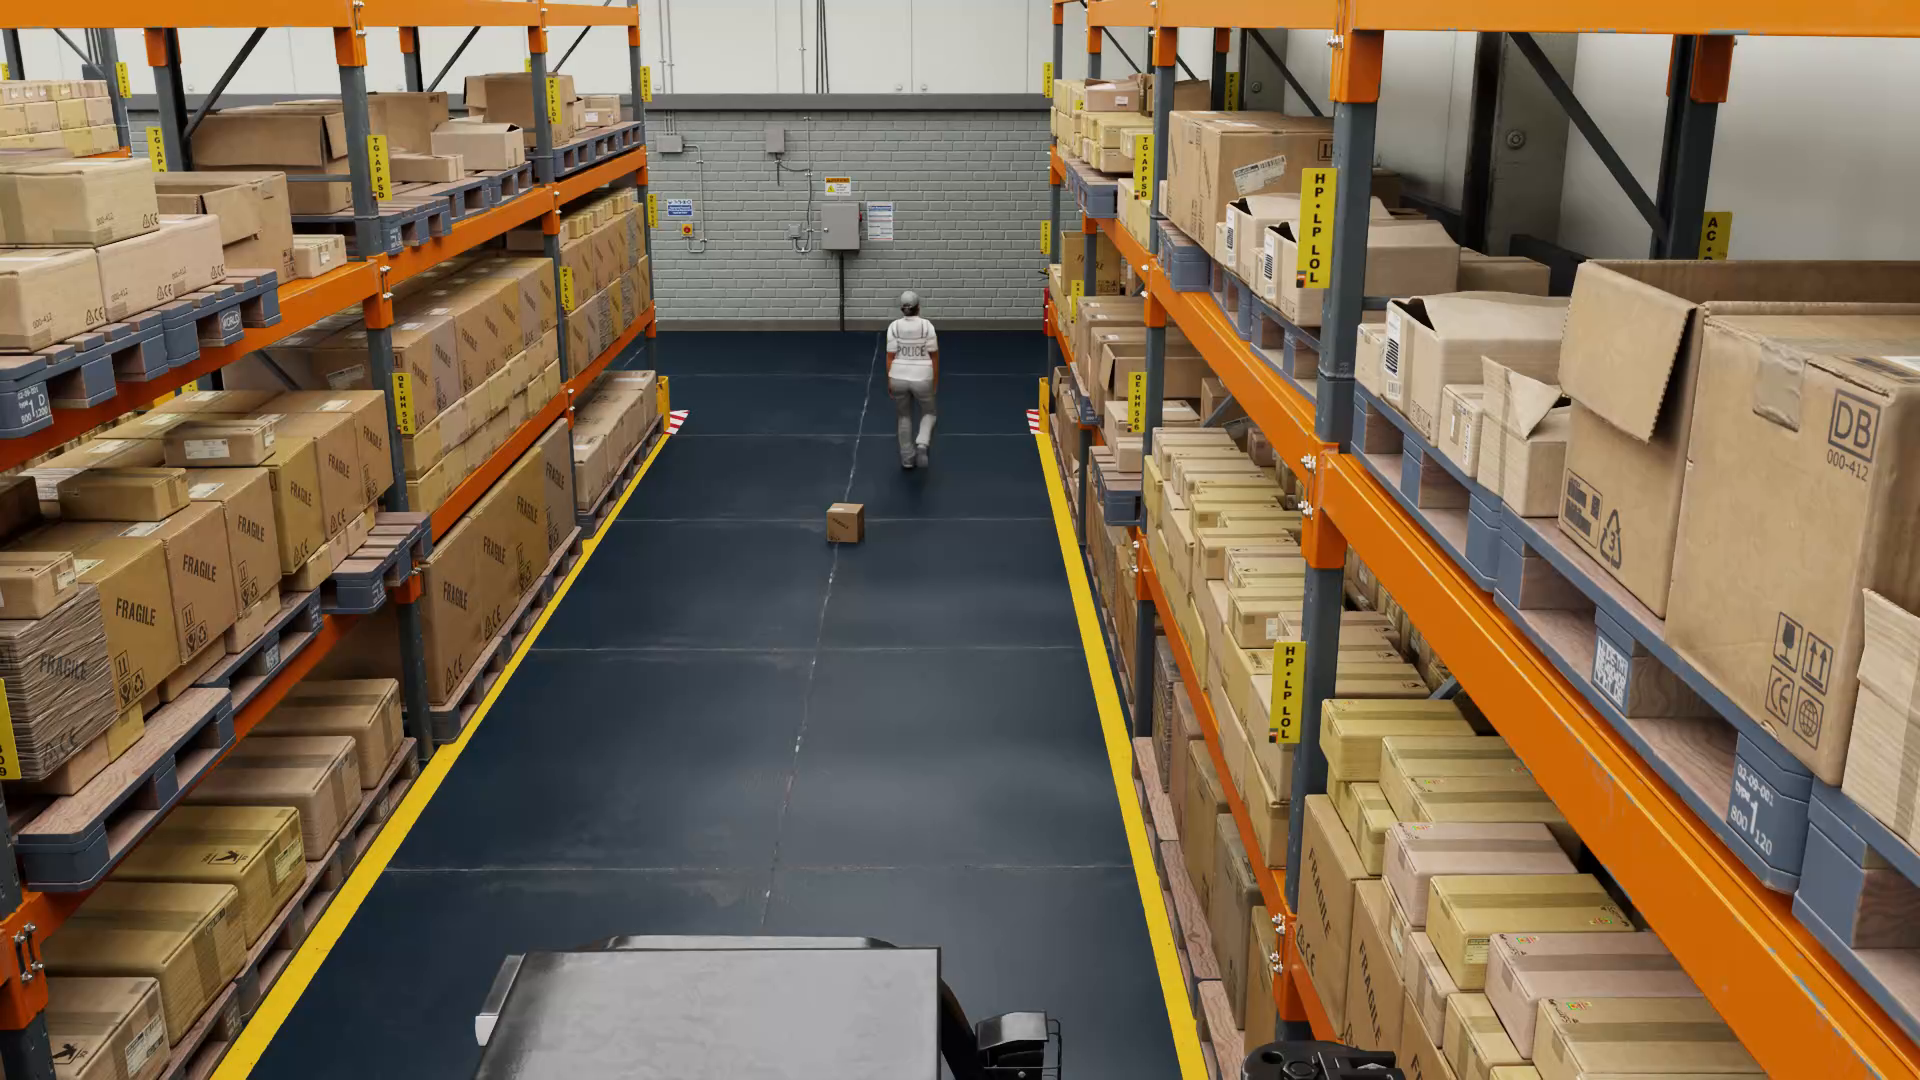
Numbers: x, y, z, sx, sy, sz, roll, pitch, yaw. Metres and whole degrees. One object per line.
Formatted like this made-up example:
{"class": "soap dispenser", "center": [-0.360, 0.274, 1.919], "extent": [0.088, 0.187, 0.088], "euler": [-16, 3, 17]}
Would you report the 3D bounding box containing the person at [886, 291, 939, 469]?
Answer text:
{"class": "person", "center": [-0.431, -1.442, 15.128], "extent": [0.488, 1.647, 0.608], "euler": [1, 17, 4]}
